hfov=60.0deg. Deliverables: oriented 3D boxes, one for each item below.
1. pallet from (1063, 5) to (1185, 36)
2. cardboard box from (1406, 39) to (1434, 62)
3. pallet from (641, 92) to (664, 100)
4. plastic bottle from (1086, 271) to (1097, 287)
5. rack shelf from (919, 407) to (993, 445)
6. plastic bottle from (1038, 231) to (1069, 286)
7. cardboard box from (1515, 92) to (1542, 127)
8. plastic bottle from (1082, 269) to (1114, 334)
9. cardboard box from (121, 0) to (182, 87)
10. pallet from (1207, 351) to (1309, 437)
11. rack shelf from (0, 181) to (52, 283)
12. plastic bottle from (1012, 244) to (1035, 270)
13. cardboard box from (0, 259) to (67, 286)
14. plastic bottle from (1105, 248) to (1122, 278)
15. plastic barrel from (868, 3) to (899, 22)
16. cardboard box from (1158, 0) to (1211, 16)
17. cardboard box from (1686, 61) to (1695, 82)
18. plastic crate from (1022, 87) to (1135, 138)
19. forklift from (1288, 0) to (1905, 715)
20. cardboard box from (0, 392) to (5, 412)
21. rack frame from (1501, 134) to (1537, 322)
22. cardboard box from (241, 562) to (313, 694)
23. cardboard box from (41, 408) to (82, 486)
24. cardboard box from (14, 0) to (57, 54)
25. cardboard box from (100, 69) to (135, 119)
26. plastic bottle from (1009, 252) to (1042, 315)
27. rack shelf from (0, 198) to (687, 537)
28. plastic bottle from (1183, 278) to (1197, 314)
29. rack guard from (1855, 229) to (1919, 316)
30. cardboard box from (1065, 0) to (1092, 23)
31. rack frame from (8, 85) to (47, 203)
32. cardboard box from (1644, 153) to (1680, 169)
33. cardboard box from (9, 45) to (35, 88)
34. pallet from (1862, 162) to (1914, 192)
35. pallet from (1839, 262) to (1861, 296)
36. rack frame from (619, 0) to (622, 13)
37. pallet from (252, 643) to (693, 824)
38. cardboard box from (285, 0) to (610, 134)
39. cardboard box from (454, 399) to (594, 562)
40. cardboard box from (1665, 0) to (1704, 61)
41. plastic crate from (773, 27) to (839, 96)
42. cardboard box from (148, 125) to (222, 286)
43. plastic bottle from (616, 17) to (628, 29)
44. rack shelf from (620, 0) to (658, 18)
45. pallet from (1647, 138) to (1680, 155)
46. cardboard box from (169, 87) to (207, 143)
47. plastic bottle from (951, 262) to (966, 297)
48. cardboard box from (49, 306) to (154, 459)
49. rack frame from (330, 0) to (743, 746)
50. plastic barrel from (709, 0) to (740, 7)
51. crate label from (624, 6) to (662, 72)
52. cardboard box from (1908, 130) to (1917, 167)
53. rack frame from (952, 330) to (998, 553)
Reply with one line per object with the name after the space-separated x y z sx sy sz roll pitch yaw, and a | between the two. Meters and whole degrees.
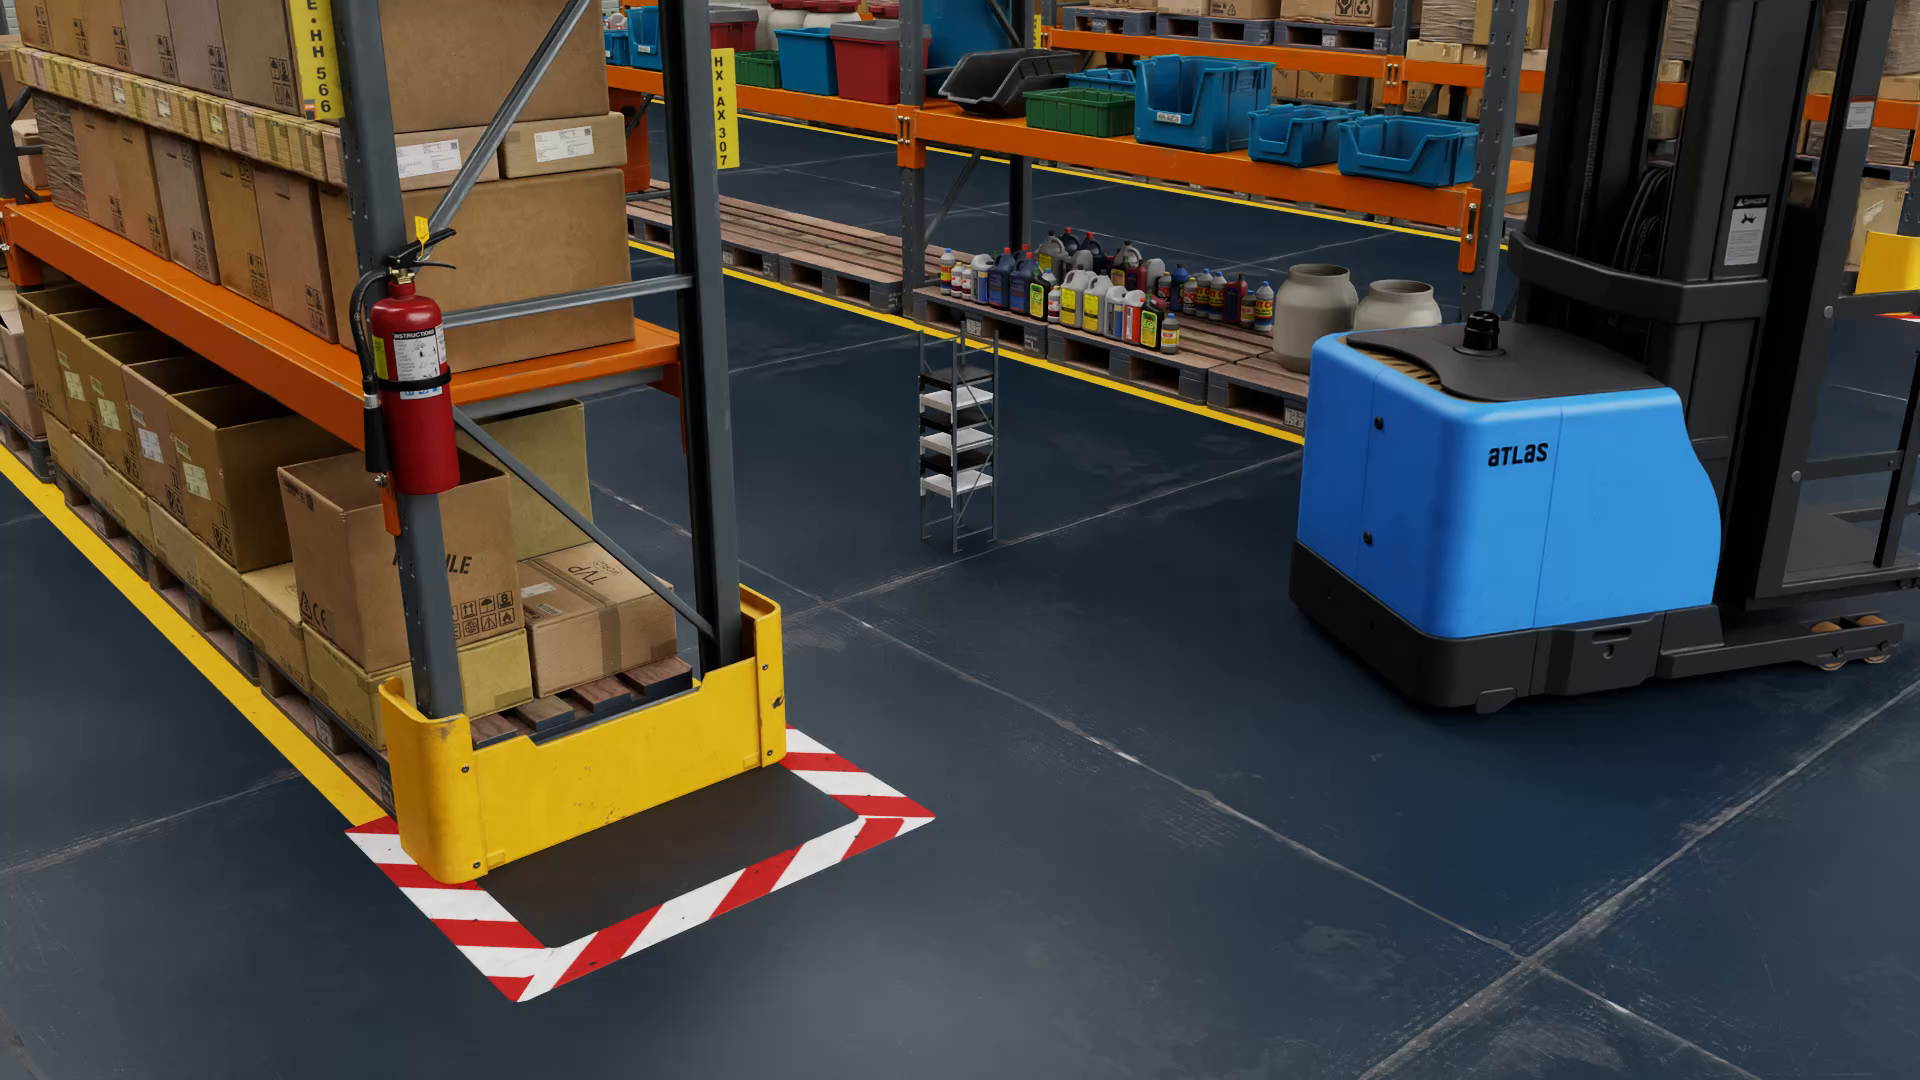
1.739 -4.940 15.748 1.213 0.211 1.003 -17 27 -37 | pallet
3.717 -3.848 13.040 0.380 0.149 0.250 -17 27 -37 | cardboard box
-3.448 -5.911 21.786 1.003 0.211 1.213 -17 27 -37 | pallet
0.761 -1.404 9.588 0.152 0.276 0.135 -17 27 -37 | plastic bottle
-0.005 -0.474 6.805 0.258 0.077 0.200 -17 27 -37 | rack shelf
0.582 -1.745 10.355 0.144 0.351 0.185 -17 27 -37 | plastic bottle
6.528 -4.814 17.672 1.050 0.750 0.750 -17 27 -37 | cardboard box
0.787 -1.346 9.336 0.144 0.351 0.185 -16 27 -35 | plastic bottle
-2.426 -1.852 5.685 0.700 0.500 0.500 -17 27 -37 | cardboard box
2.052 -0.749 8.607 1.003 0.211 1.213 -17 27 -37 | pallet
-5.008 -1.956 8.853 1.077 0.370 4.000 -17 27 -37 | rack shelf
0.374 -1.601 9.987 0.144 0.351 0.185 -17 27 -37 | plastic bottle
-4.853 -1.240 8.461 0.500 0.311 0.500 -18 27 -38 | cardboard box
0.954 -1.660 10.230 0.061 0.283 0.133 -15 26 -34 | plastic bottle
-0.406 -3.297 11.102 0.433 0.535 0.433 0 21 0 | plastic barrel
2.113 -4.809 14.779 0.500 0.250 0.500 -18 28 -39 | cardboard box
5.244 -3.245 11.500 0.380 0.149 0.250 -17 27 -37 | cardboard box
0.724 -2.376 9.228 0.450 0.188 0.662 -17 27 -37 | plastic crate
2.808 -1.085 5.736 3.031 2.935 1.130 -6 22 -16 | forklift
-4.522 -0.840 8.210 0.500 0.250 0.500 -18 28 -38 | cardboard box
2.666 -1.813 7.499 0.949 2.616 0.053 -17 27 -37 | rack frame
-2.001 0.238 5.458 0.500 0.250 0.500 -17 27 -37 | cardboard box
-3.630 -0.454 7.224 0.500 0.250 0.500 -17 27 -37 | cardboard box
-3.409 -2.268 6.747 0.700 0.500 0.500 -17 27 -37 | cardboard box
-2.830 -1.612 5.960 0.380 0.149 0.250 -18 28 -39 | cardboard box
0.388 -1.514 9.767 0.144 0.351 0.185 -19 28 -40 | plastic bottle
-2.397 -0.851 6.031 1.077 0.370 4.000 -17 27 -37 | rack shelf
1.362 -1.439 9.778 0.097 0.201 0.097 0 21 0 | plastic bottle
6.366 -1.848 11.017 1.175 0.500 0.348 -17 27 -37 | rack guard
1.082 -5.447 16.641 0.500 0.500 0.500 -16 27 -36 | cardboard box
-3.705 -1.738 7.309 0.949 2.616 0.053 -17 27 -37 | rack frame
5.210 -2.534 12.191 0.500 0.500 0.500 -14 26 -33 | cardboard box
-3.674 -1.967 6.867 0.380 0.149 0.250 -18 27 -38 | cardboard box
8.865 -3.385 15.336 1.003 0.211 1.213 -17 27 -37 | pallet
5.862 -1.946 11.664 1.003 0.211 1.213 -17 27 -37 | pallet
-4.029 -7.411 21.794 1.000 3.000 0.127 -17 27 -37 | rack frame
-1.623 0.463 5.511 1.003 0.211 1.213 -17 27 -37 | pallet
-1.422 -1.431 4.609 0.700 0.500 0.500 -17 27 -37 | cardboard box
-1.601 -0.237 5.642 0.500 0.500 0.500 -17 27 -37 | cardboard box
5.366 -3.592 11.498 0.875 0.500 0.500 -17 27 -37 | cardboard box
-0.904 -3.140 10.911 0.392 0.384 0.575 -17 27 -37 | plastic crate
-2.400 -1.239 5.898 0.700 0.500 0.500 -16 27 -36 | cardboard box
-2.712 -4.125 13.572 0.152 0.276 0.135 -17 27 -37 | plastic bottle
-2.723 -6.524 20.514 1.077 0.370 4.000 -17 27 -37 | rack shelf
7.067 -4.146 17.279 1.003 0.211 1.213 -17 27 -37 | pallet
-2.332 -1.400 5.419 0.380 0.149 0.250 -17 27 -36 | cardboard box
-0.006 -1.598 10.186 0.097 0.201 0.097 0 21 0 | plastic bottle
-3.305 -0.664 6.733 0.500 0.500 0.500 -17 27 -37 | cardboard box
-1.092 -0.634 4.489 1.000 3.000 0.127 -17 27 -37 | rack frame
-1.726 -3.841 12.524 0.421 0.512 0.421 0 21 0 | plastic barrel
-2.115 -3.700 12.268 0.502 0.435 0.616 -17 27 -37 | crate label
9.170 -3.764 14.819 0.875 0.875 0.875 -18 28 -38 | cardboard box
0.061 -0.393 6.754 0.240 0.900 0.006 -17 27 -37 | rack frame
